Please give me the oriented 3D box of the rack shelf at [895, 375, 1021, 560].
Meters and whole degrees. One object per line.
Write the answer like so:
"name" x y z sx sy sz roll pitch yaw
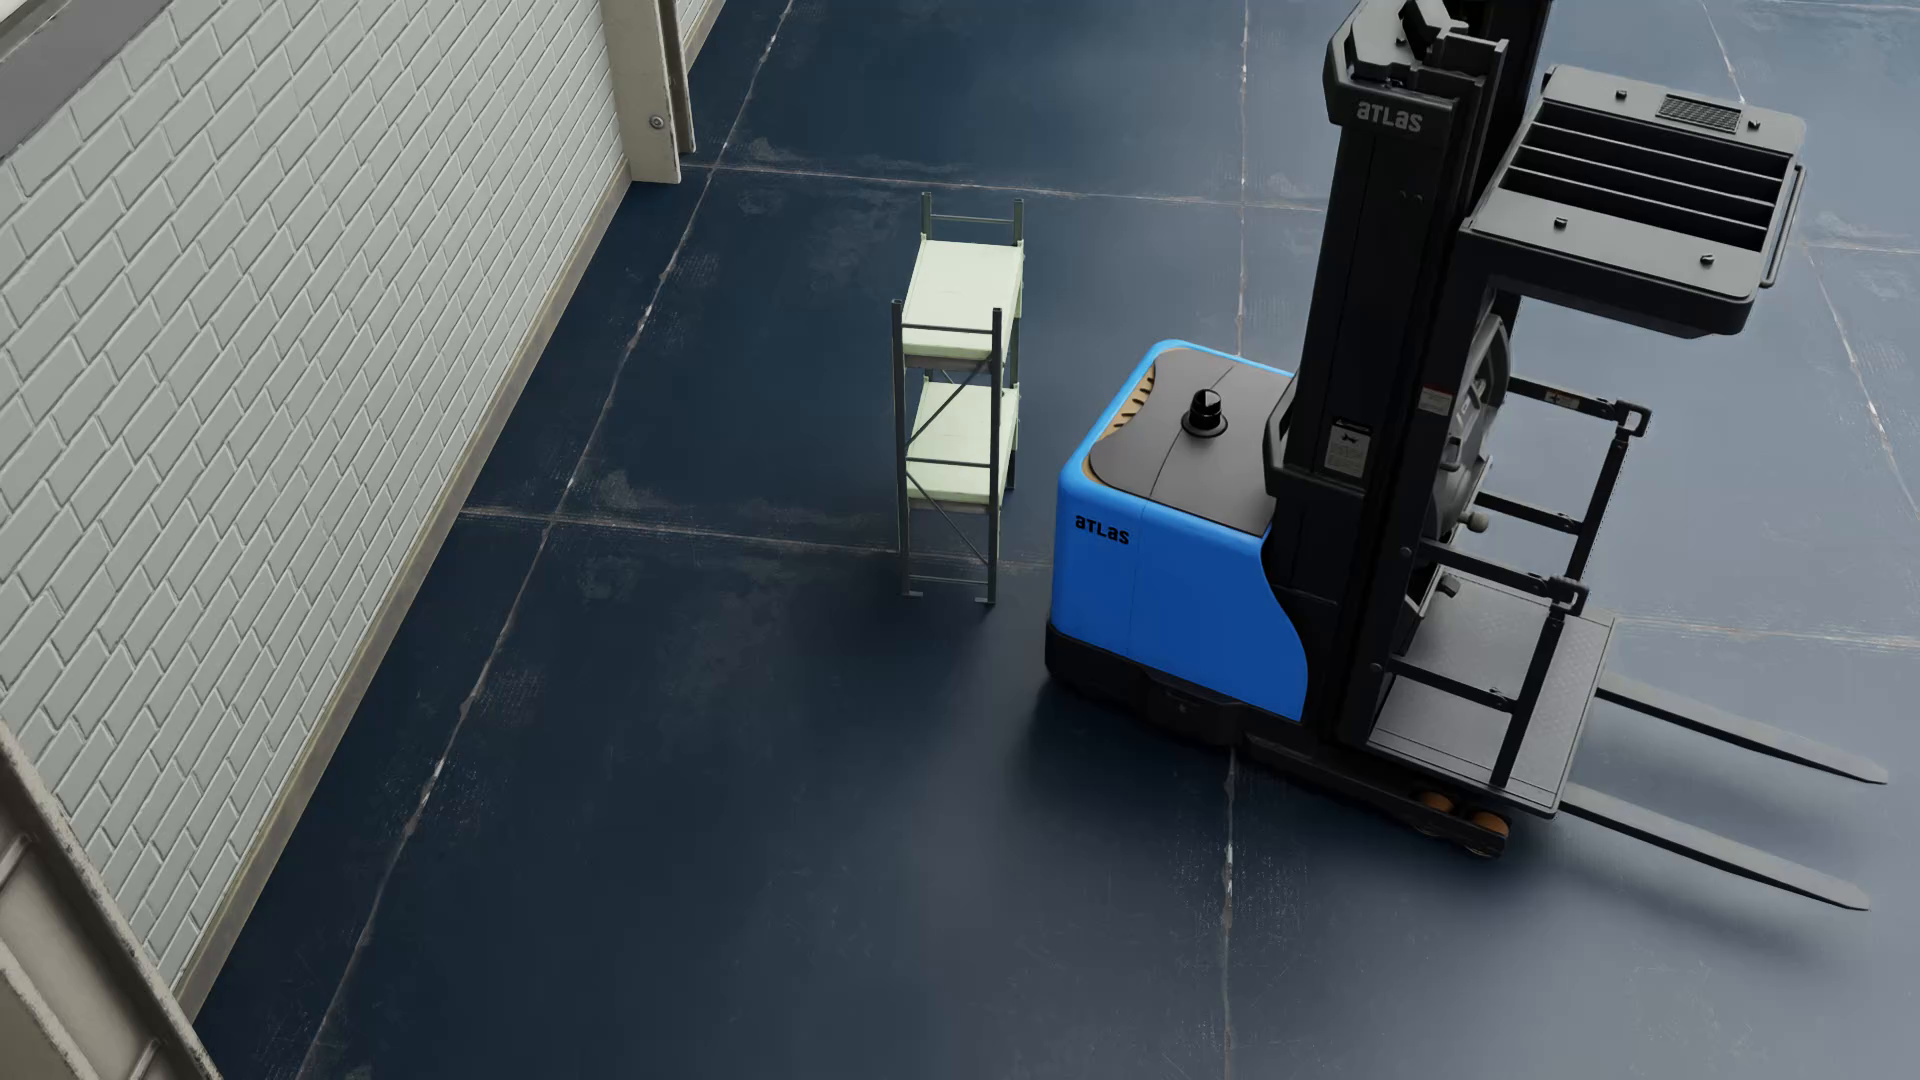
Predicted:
"rack shelf" 0.001 -0.312 6.985 0.431 0.370 0.720 5 44 6

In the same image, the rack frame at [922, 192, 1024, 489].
"rack frame" 0.049 -0.799 7.025 0.400 1.500 0.023 5 44 6

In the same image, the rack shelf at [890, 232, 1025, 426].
"rack shelf" 0.001 -0.833 6.493 0.431 0.370 0.720 5 44 6

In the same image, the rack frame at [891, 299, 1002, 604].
"rack frame" -0.048 -0.300 6.498 0.400 1.500 0.023 5 44 6

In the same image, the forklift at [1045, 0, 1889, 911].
"forklift" 1.886 -0.335 5.494 3.031 2.935 1.130 20 47 20

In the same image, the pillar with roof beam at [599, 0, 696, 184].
"pillar with roof beam" 2.552 -5.039 6.049 9.100 9.000 0.400 5 44 6

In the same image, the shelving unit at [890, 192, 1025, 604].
"shelving unit" 0.001 -0.549 6.761 0.431 1.500 0.755 5 44 6
